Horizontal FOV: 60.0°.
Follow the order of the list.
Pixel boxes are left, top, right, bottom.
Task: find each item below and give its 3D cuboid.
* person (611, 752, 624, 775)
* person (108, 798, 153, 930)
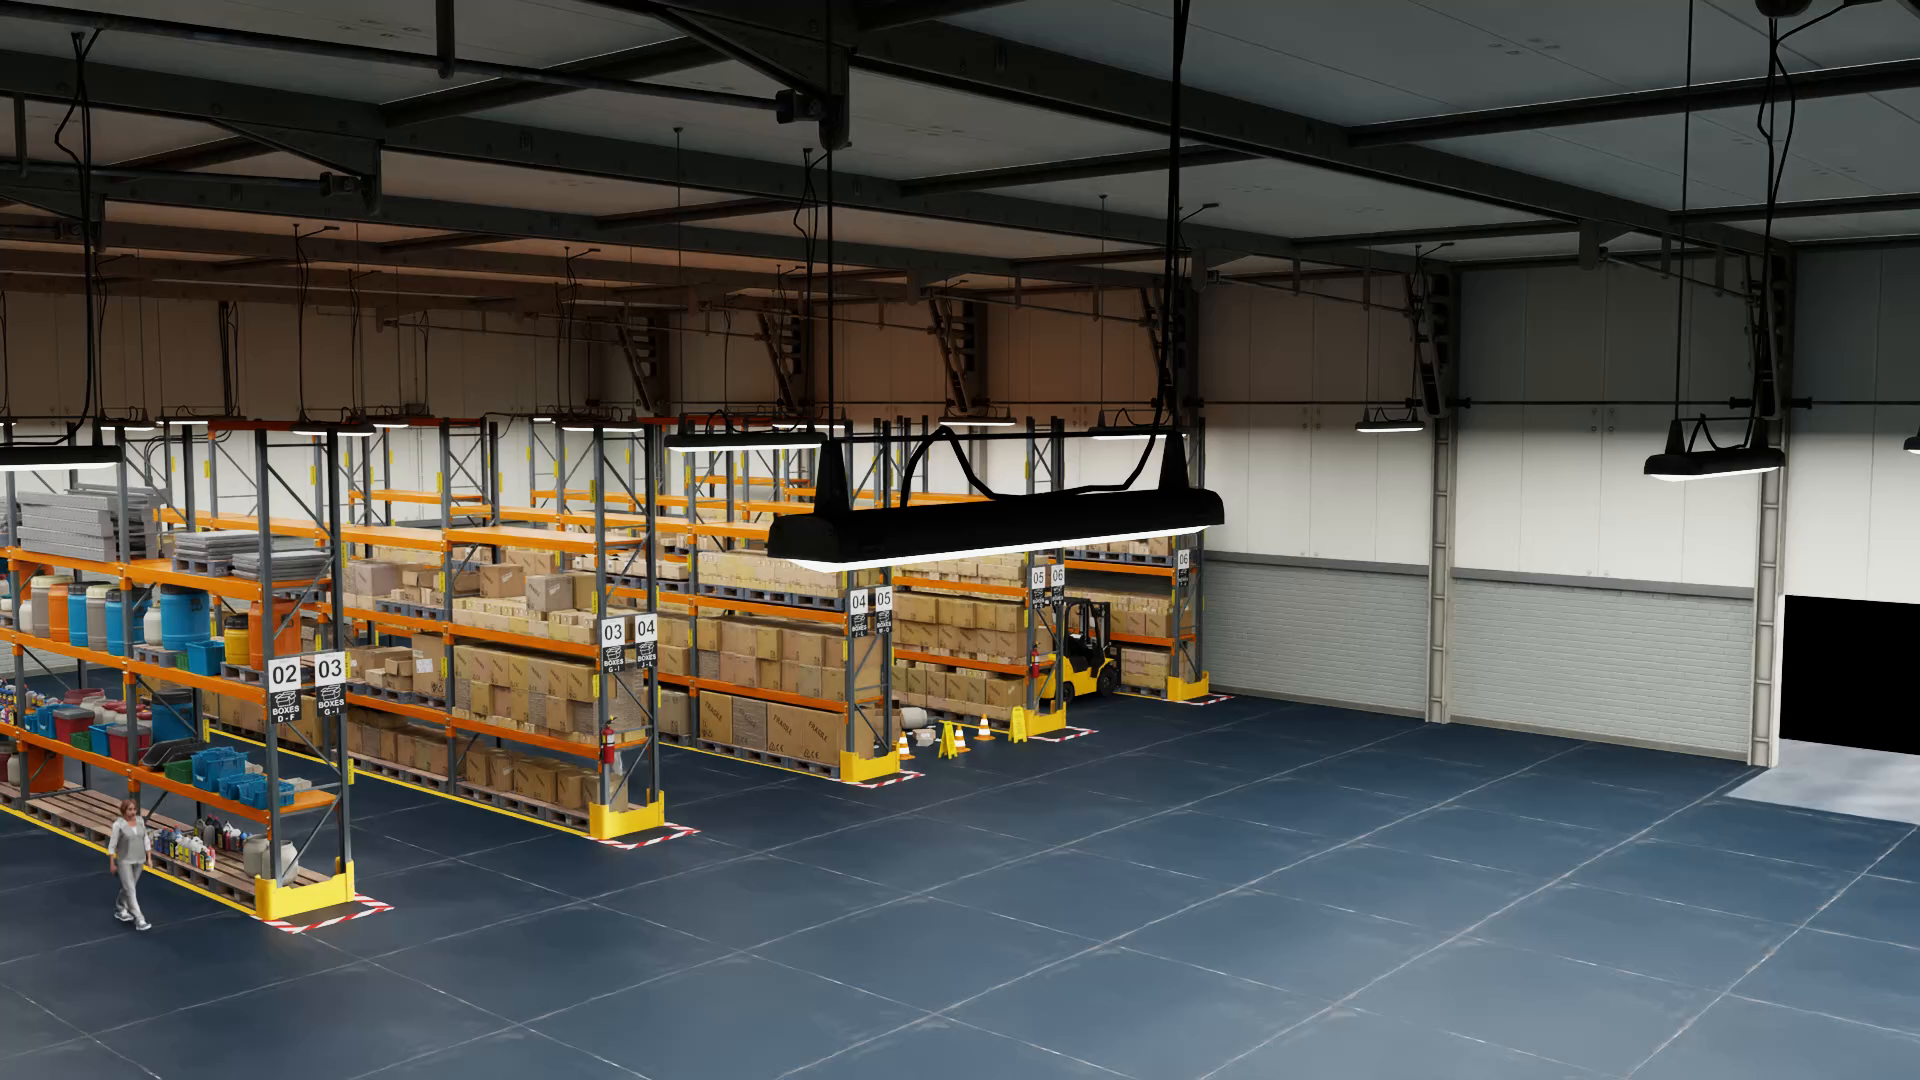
[{"bbox_3d":[-5.846,3.172,27.909,0.471,1.655,0.515,-4,6,-36],"label":"person"},{"bbox_3d":[-9.923,3.875,19.981,0.955,1.546,0.434,2,5,28],"label":"person"}]
